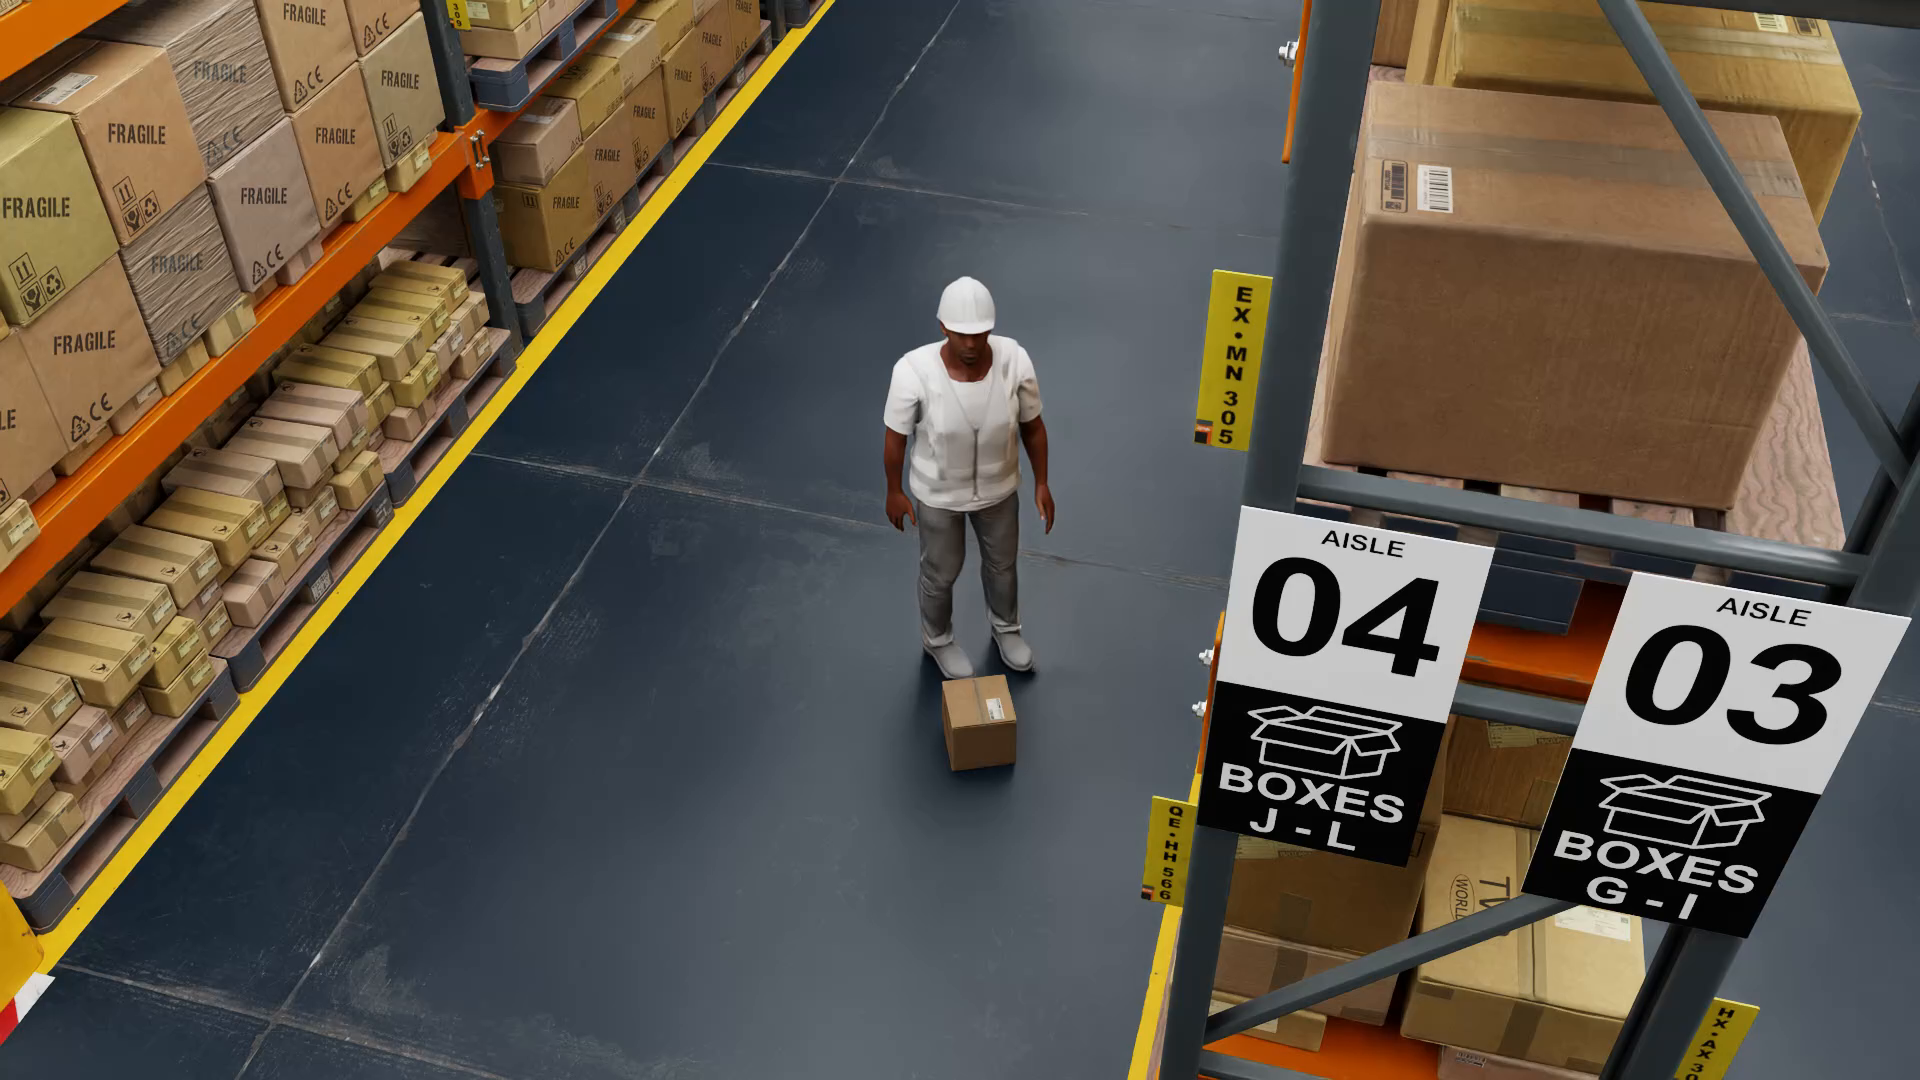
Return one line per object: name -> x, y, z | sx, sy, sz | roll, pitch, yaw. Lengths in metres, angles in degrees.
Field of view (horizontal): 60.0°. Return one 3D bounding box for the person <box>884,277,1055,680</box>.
person -> 0.034, -0.185, 6.324 | 0.618, 1.776, 0.411 | -11, 42, -12
